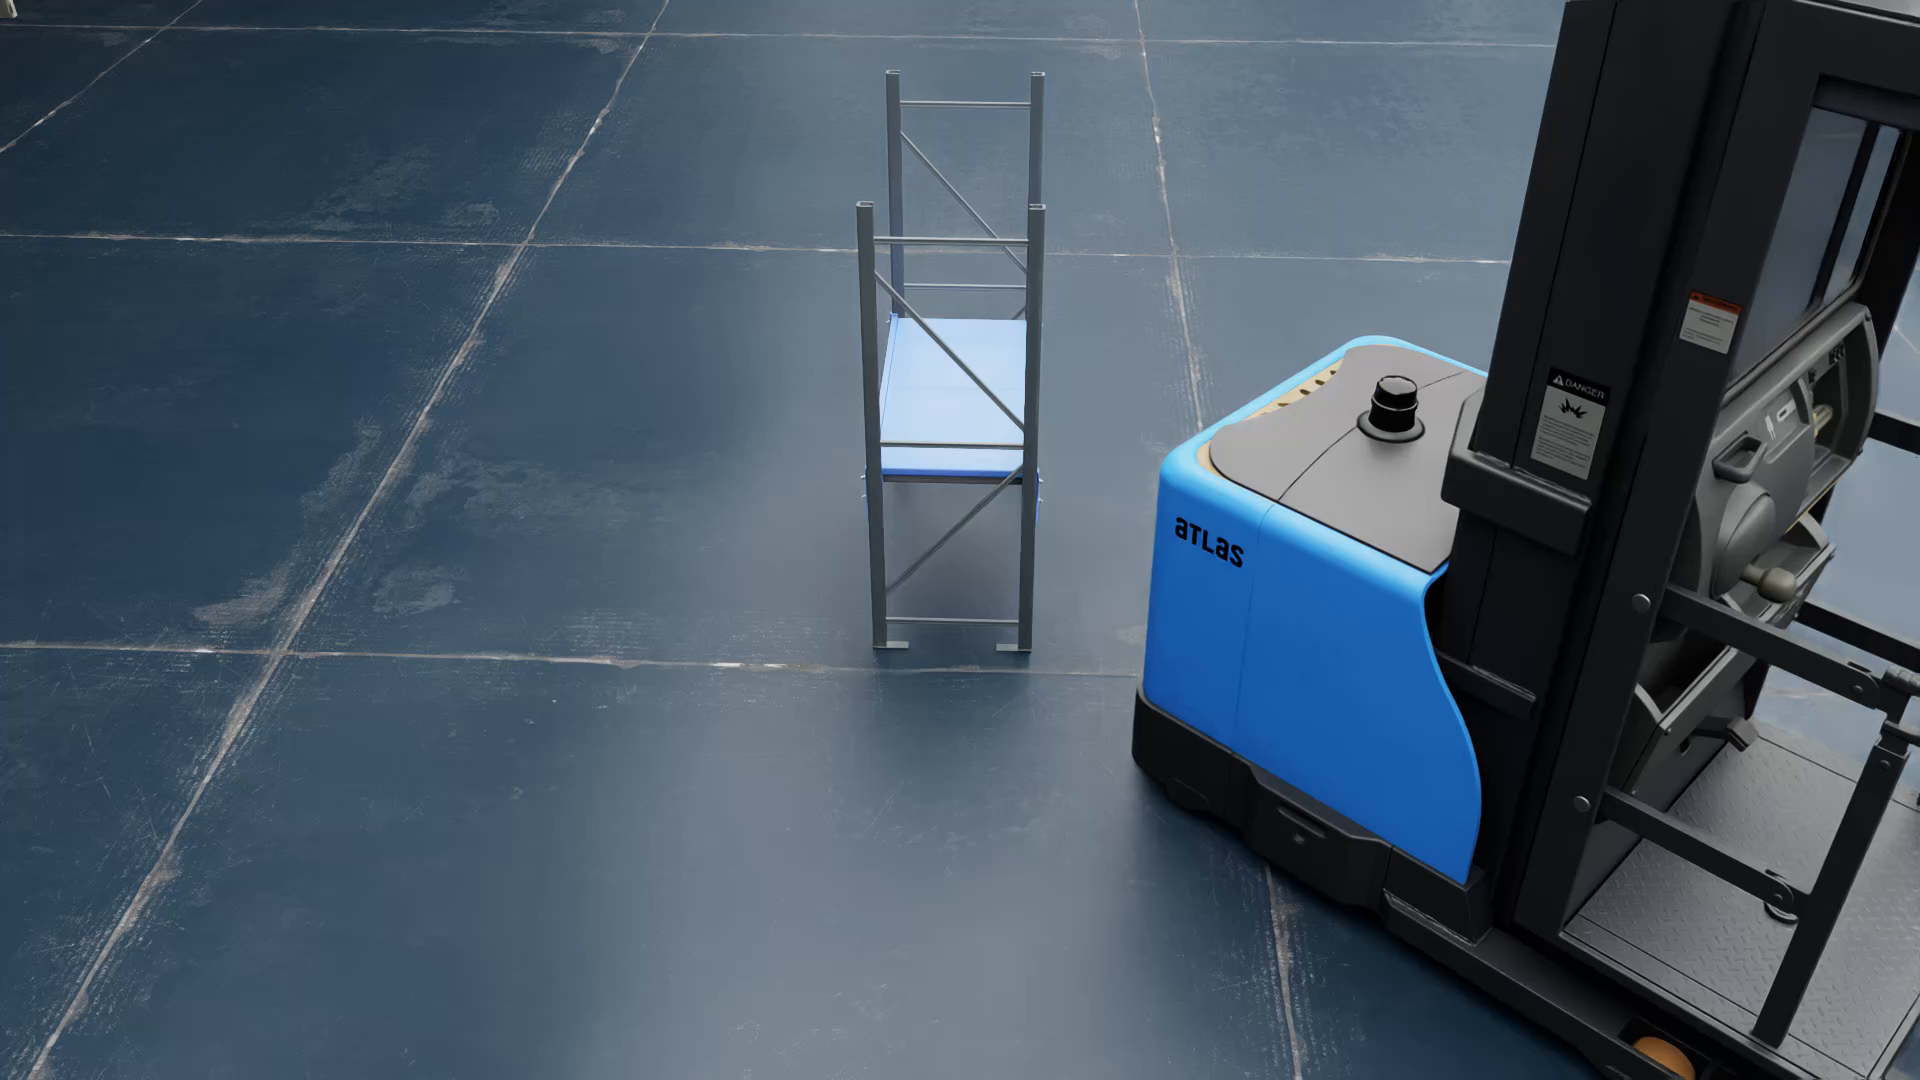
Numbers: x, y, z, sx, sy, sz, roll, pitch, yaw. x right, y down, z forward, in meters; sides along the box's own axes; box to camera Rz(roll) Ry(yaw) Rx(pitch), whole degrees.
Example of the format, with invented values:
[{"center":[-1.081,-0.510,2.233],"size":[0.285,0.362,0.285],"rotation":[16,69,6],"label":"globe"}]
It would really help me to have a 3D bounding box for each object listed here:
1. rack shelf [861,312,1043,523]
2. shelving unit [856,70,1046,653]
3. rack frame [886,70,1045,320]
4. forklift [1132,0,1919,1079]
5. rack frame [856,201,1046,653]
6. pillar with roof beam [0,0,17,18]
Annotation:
[{"center":[-0.003,-0.417,5.352],"size":[0.538,0.185,1.000],"rotation":[1,35,2],"label":"rack shelf"},{"center":[-0.003,-0.565,5.249],"size":[0.538,1.500,1.048],"rotation":[1,35,2],"label":"shelving unit"},{"center":[0.017,-0.857,5.665],"size":[0.500,1.500,0.032],"rotation":[1,35,2],"label":"rack frame"},{"center":[1.898,-0.138,3.398],"size":[3.031,2.935,1.130],"rotation":[29,44,35],"label":"forklift"},{"center":[-0.024,-0.273,4.833],"size":[0.500,1.500,0.032],"rotation":[1,35,2],"label":"rack frame"},{"center":[-1.776,-6.770,7.557],"size":[9.100,9.000,0.400],"rotation":[1,35,2],"label":"pillar with roof beam"}]
